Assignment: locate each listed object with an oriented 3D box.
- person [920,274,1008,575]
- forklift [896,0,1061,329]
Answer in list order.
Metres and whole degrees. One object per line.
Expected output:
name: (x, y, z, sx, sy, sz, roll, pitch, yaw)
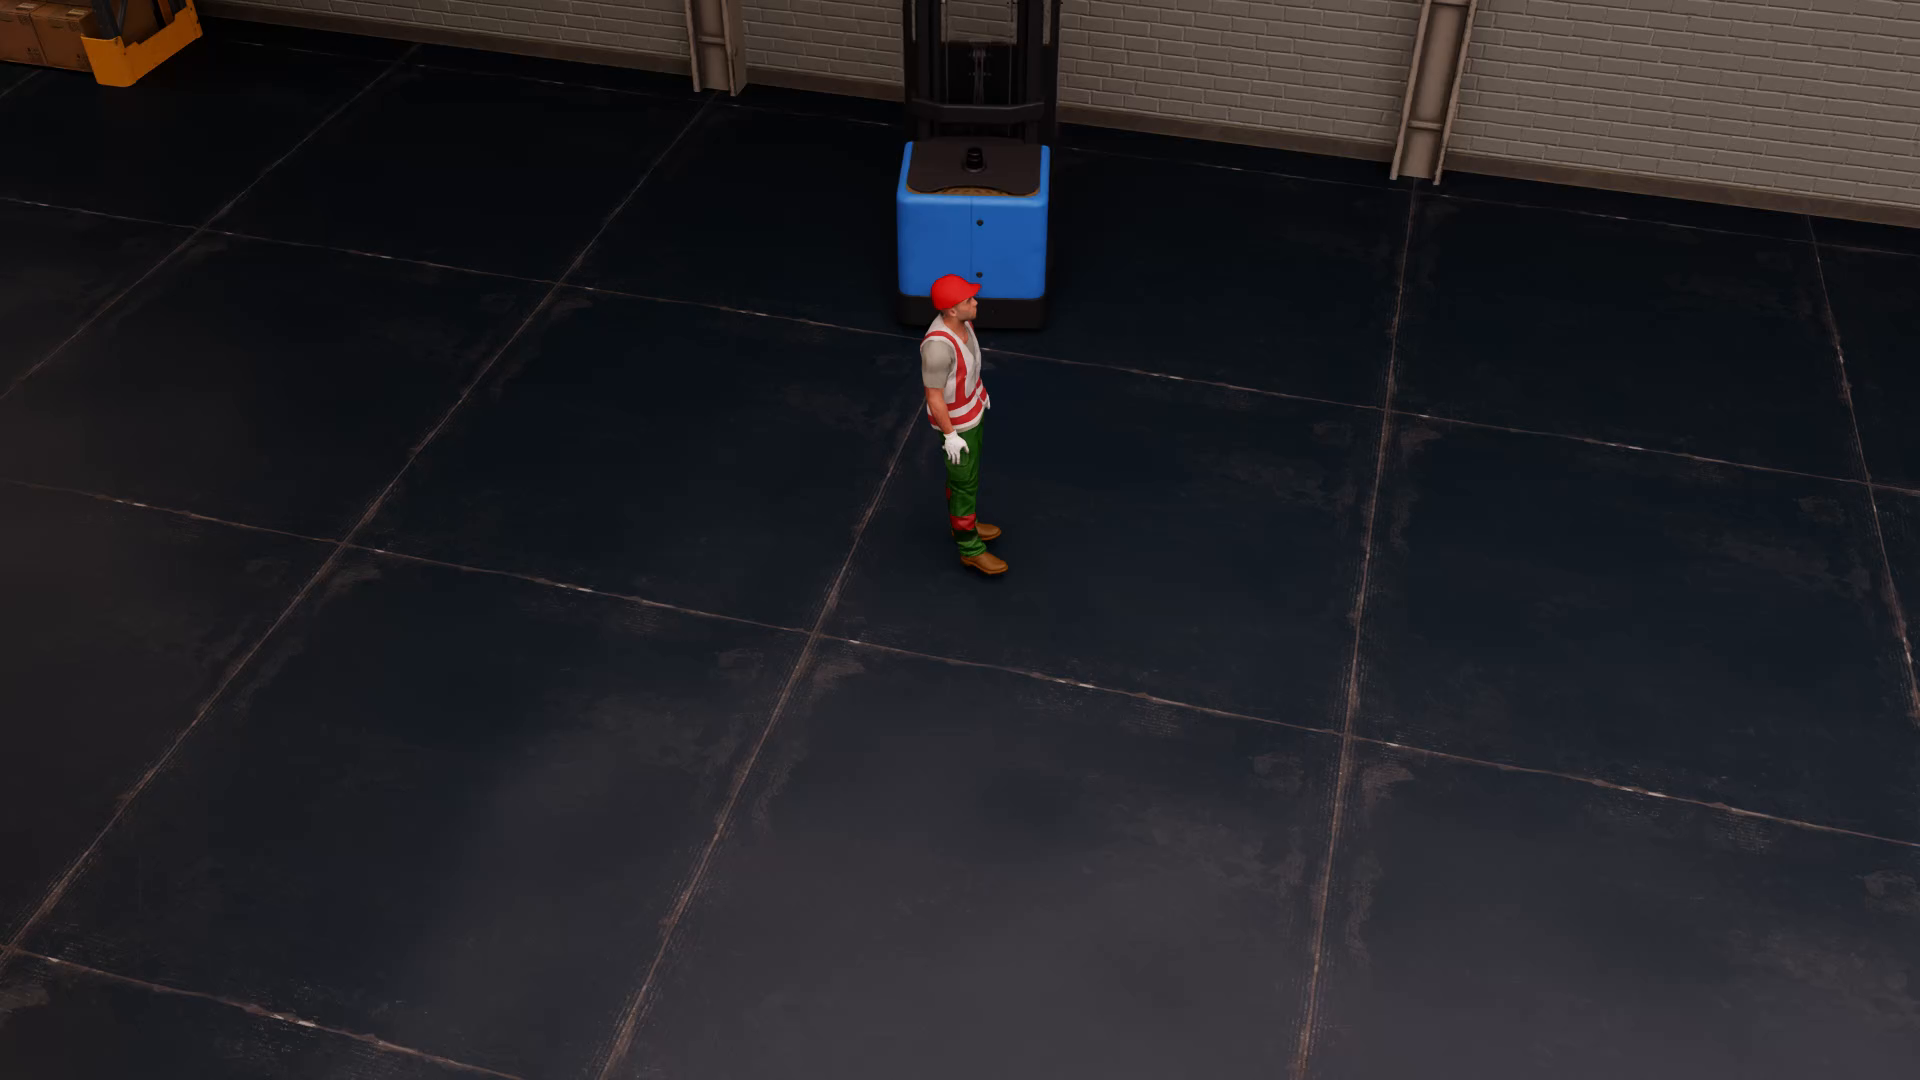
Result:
person: (0.075, -0.687, 9.441, 0.561, 1.789, 0.638, 10, 42, 11)
forklift: (0.162, -3.541, 11.901, 1.130, 2.935, 3.031, 2, 41, 2)
